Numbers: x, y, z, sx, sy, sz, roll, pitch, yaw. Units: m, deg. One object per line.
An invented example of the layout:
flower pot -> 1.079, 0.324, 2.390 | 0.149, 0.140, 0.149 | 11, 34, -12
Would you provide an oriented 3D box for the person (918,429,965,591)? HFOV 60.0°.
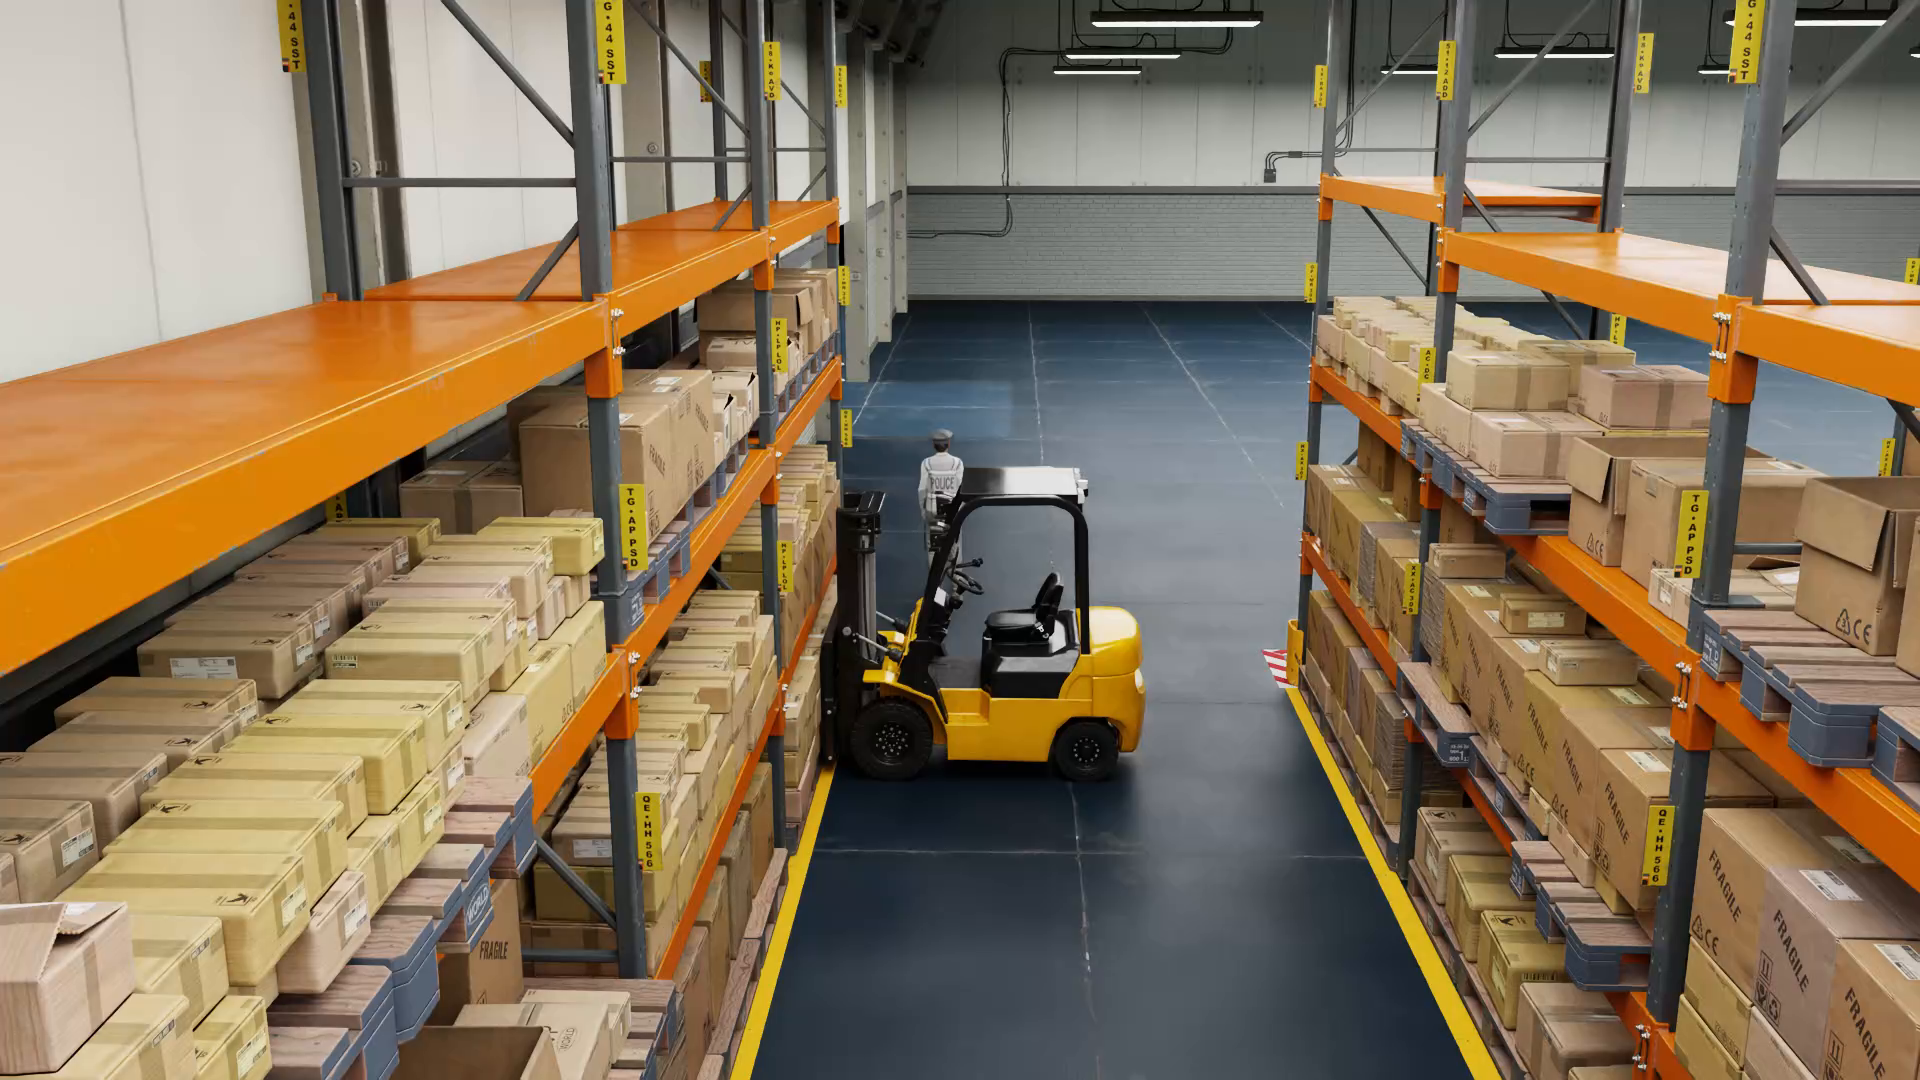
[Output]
person -> -0.179, -0.296, 17.164 | 0.509, 1.671, 0.361 | 0, 14, 0
